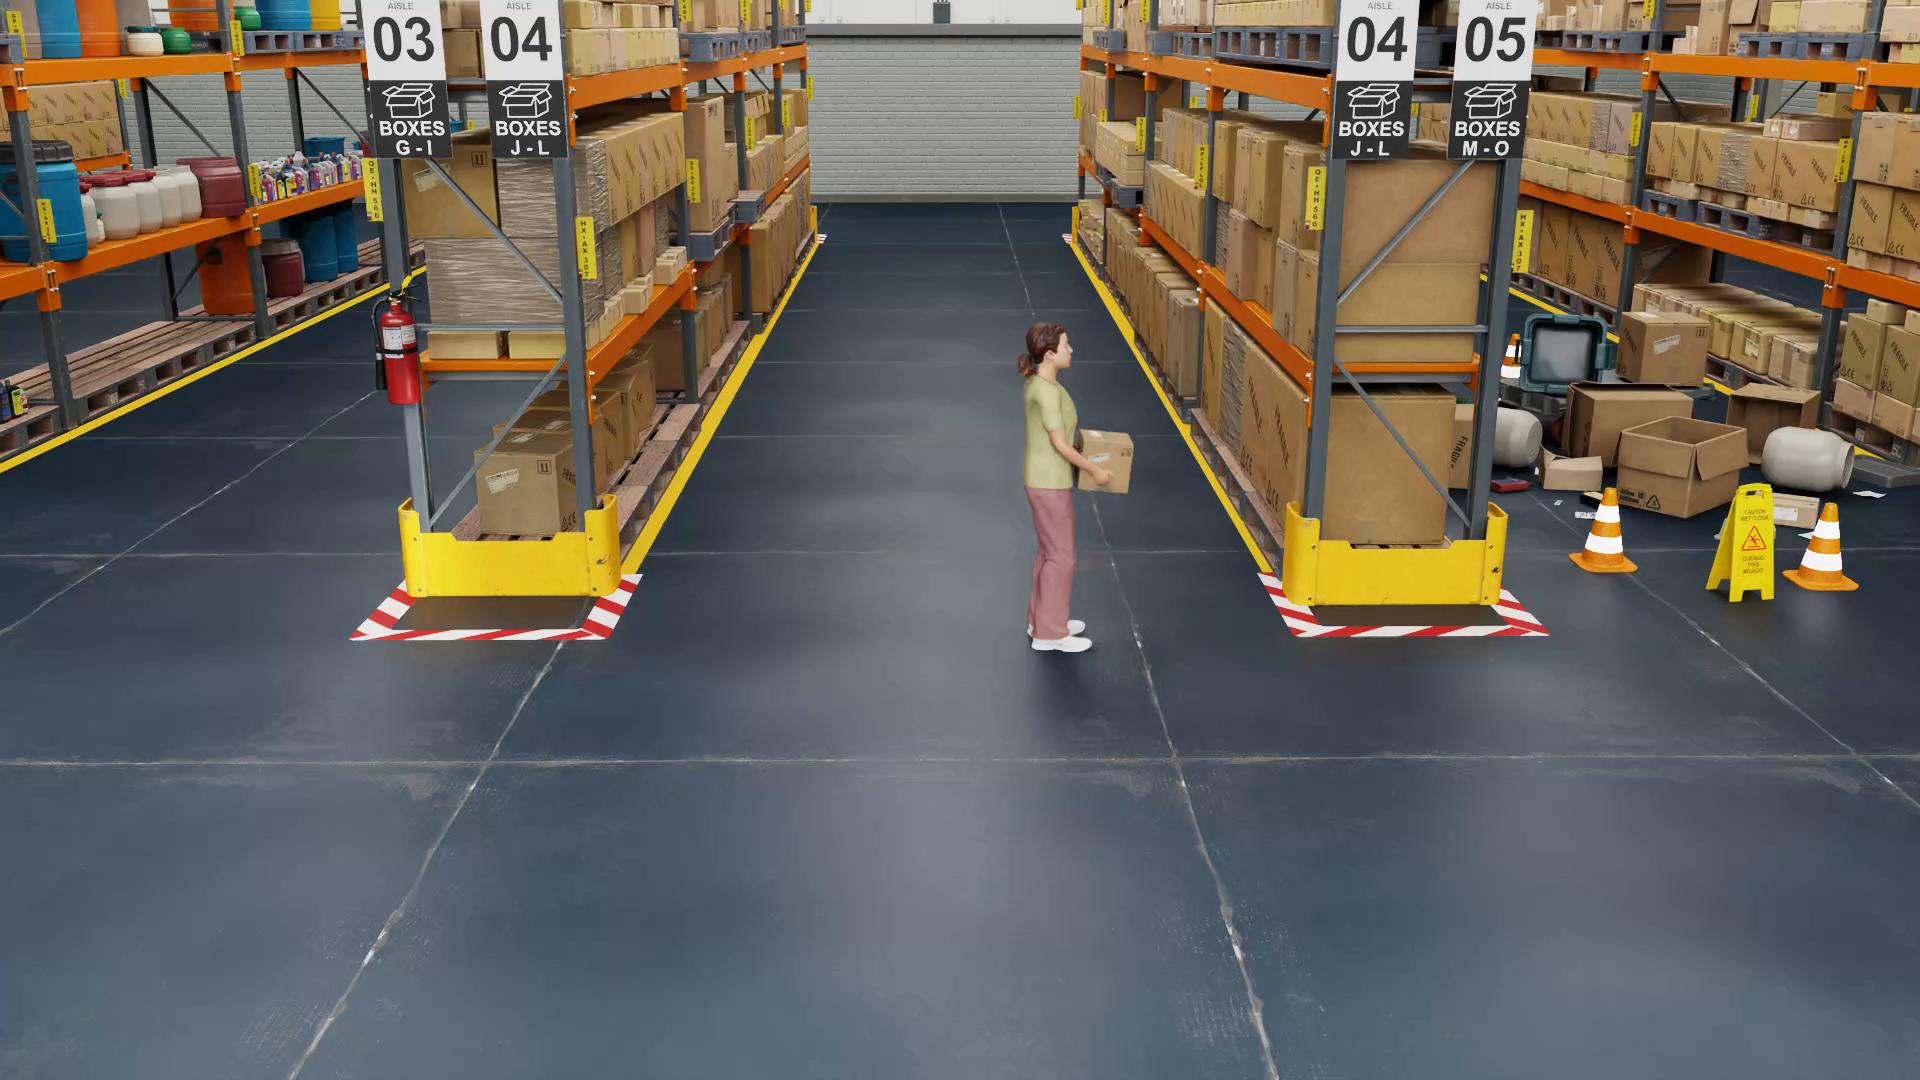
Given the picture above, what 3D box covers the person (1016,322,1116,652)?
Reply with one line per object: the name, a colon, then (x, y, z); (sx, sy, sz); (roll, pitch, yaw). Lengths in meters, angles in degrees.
person: (0.525, -0.274, 8.433); (0.511, 1.673, 0.456); (0, 17, -1)
